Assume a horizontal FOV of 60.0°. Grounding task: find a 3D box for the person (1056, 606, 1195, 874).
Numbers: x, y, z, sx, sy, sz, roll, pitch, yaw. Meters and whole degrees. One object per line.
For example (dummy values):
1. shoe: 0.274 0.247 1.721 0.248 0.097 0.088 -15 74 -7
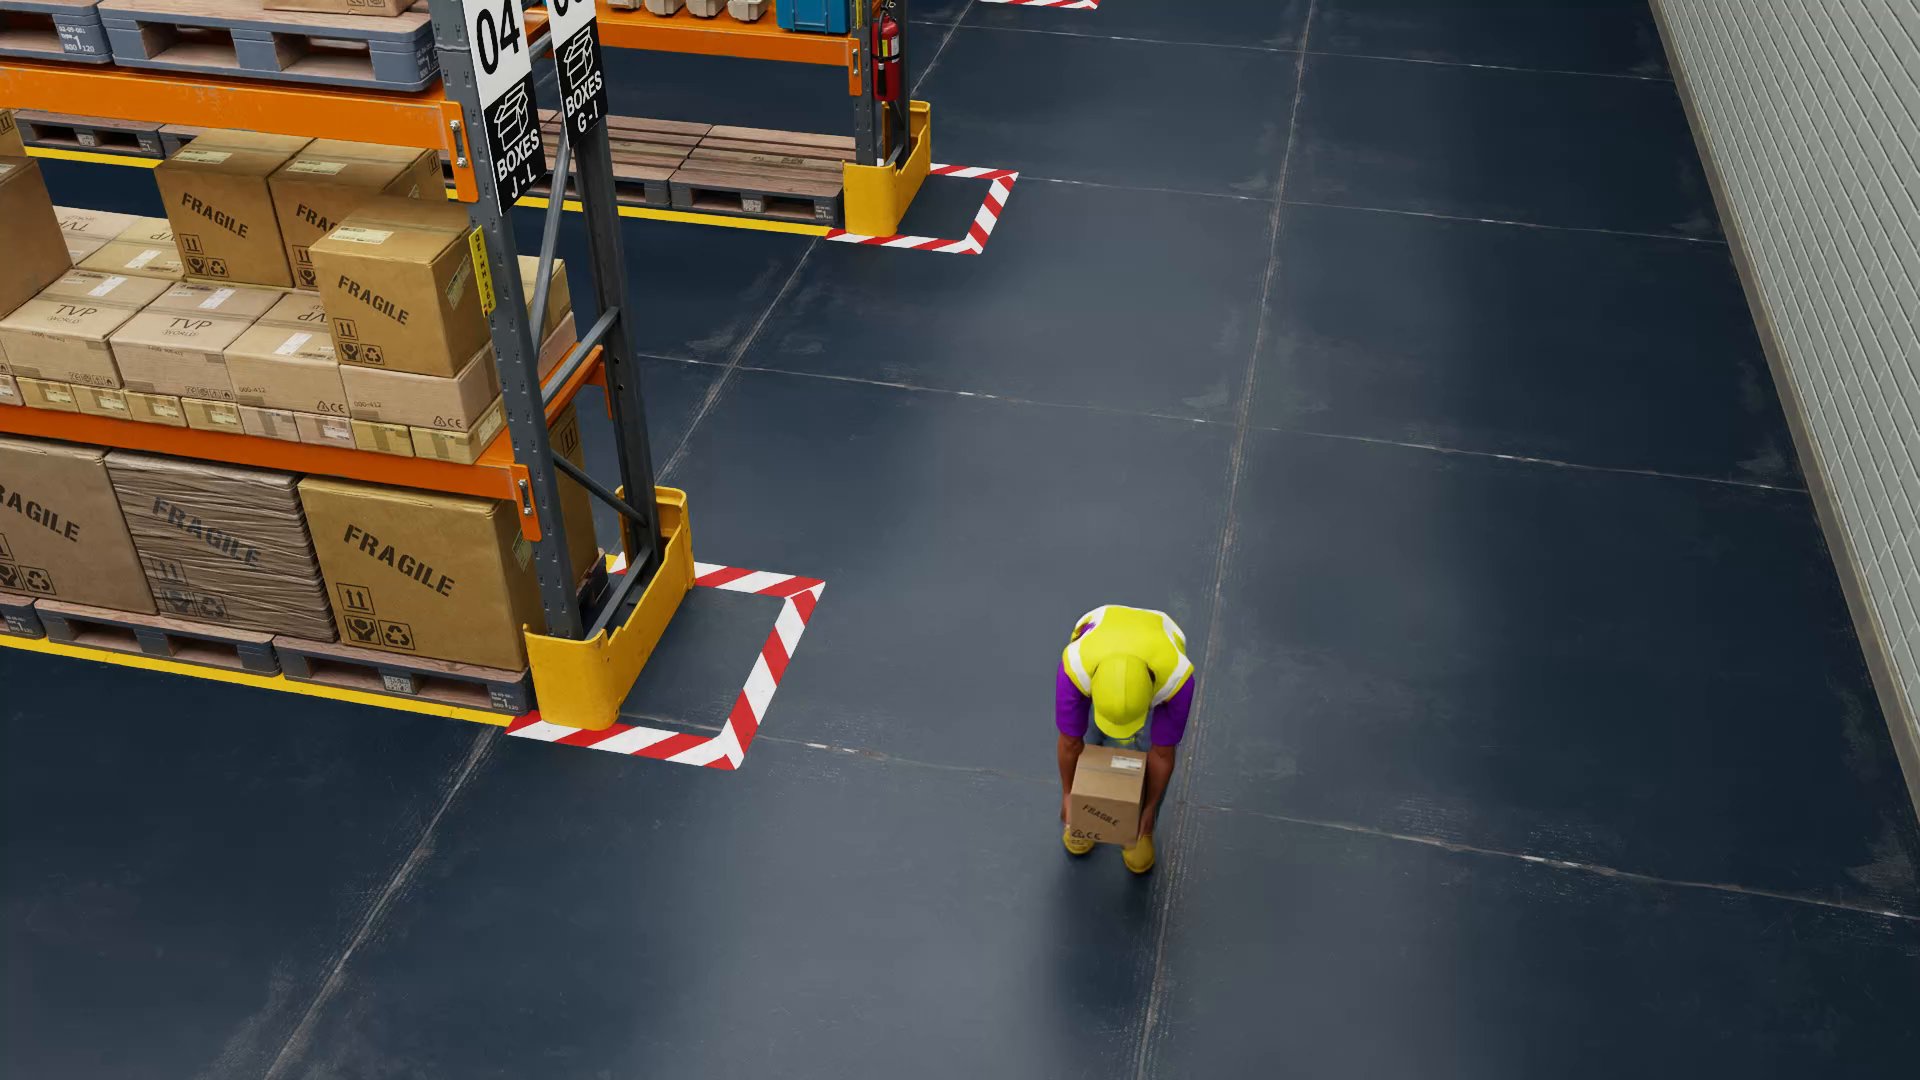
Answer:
1. person: 0.606 0.764 6.234 0.490 1.376 0.897 6 37 8
